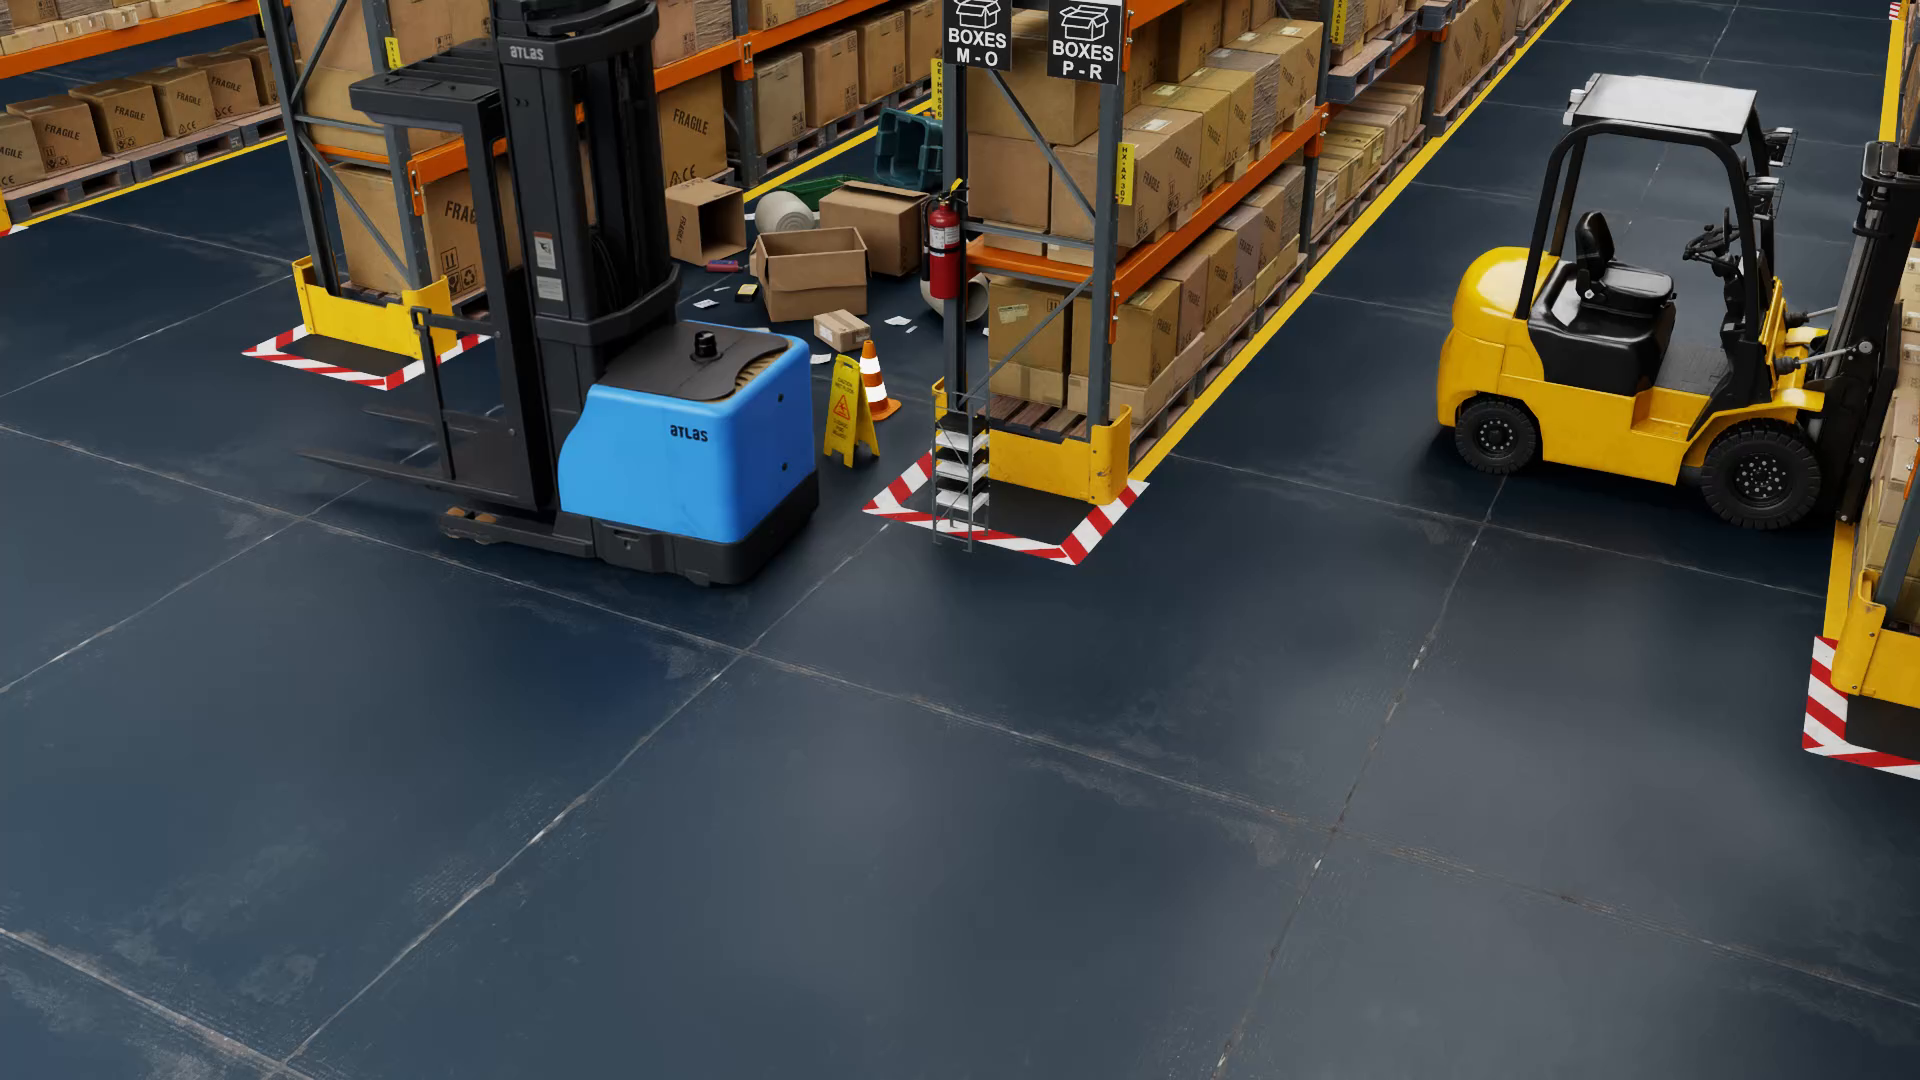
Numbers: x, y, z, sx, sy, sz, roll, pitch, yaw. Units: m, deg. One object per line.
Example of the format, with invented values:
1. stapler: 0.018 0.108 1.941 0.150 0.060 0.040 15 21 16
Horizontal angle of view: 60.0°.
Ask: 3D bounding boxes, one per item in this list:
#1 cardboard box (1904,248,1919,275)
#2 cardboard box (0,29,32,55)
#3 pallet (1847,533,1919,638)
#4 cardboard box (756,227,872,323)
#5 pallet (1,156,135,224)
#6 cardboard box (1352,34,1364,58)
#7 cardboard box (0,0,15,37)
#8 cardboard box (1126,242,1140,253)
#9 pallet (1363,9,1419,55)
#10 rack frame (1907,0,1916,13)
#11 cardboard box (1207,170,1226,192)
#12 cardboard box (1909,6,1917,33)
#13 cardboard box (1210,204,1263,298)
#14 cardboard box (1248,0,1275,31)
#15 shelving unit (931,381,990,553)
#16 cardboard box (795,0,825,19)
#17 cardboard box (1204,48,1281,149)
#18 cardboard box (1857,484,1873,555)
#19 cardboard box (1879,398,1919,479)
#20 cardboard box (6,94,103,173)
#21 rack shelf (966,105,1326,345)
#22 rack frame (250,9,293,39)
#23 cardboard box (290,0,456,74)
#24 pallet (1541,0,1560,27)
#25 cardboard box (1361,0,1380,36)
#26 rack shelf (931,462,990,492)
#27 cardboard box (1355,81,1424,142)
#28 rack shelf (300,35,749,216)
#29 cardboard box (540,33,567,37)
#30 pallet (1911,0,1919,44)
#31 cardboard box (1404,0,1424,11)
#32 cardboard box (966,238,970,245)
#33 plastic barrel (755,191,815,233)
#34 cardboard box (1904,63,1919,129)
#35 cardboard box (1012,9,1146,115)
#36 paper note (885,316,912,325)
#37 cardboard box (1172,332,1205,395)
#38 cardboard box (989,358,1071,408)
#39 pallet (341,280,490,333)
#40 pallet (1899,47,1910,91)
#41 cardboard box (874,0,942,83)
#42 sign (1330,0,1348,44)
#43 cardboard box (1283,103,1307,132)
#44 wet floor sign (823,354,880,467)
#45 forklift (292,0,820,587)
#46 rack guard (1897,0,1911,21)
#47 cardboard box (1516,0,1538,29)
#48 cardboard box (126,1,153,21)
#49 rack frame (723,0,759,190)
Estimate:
1. cardboard box: 6.119 -1.592 10.346 0.500 0.250 0.500 14 33 23
2. cardboard box: -7.845 -4.089 13.611 0.380 0.149 0.250 14 33 23
3. pallet: 5.108 0.321 8.478 1.003 0.211 1.213 14 33 23
4. cardboard box: -1.077 -1.934 12.113 0.797 0.503 0.637 -7 31 -11
5. pallet: -8.009 -3.088 14.416 1.003 0.211 1.213 14 33 23
6. cardboard box: 2.853 -3.792 12.672 0.380 0.149 0.250 15 33 24
7. cardboard box: -8.171 -4.322 13.364 0.875 0.500 0.500 14 33 23
8. cardboard box: 0.818 -1.773 9.578 0.380 0.149 0.250 15 33 24
9. pallet: 3.155 -4.240 13.814 1.003 0.211 1.213 14 33 23
10. rack frame: 12.086 -7.632 19.528 1.000 3.000 0.127 14 33 23
11. cardboard box: 1.469 -2.338 10.561 0.380 0.149 0.250 13 32 22
12. cardboard box: 10.969 -5.899 18.598 0.500 0.500 0.500 15 33 24
13. cardboard box: 1.706 -1.976 11.266 0.500 0.500 0.500 16 34 26
14. cardboard box: 1.805 -3.897 11.621 0.700 0.500 0.500 14 33 23
15. shelving unit: 0.004 -0.394 9.032 0.258 0.900 0.210 14 33 23
16. cardboard box: -1.546 -4.954 14.765 0.500 0.500 0.500 15 33 24
17. cardboard box: 1.757 -2.895 10.880 0.500 0.500 0.500 15 33 25
18. cardboard box: 4.965 -0.027 8.625 0.500 0.250 0.500 14 33 23
19. cardboard box: 4.956 -0.465 8.383 0.500 0.250 0.500 15 33 24
20. cardboard box: -7.904 -3.556 14.518 0.500 0.500 0.500 24 38 36
21. rack shelf: 1.287 -2.238 10.858 1.077 0.370 4.000 14 33 23
22. rack frame: -6.623 -5.685 16.138 1.000 3.000 0.127 14 33 23
23. cardboard box: -3.873 -3.431 10.977 0.875 0.550 0.550 14 33 23
24. pallet: 6.814 -6.636 20.594 1.003 0.211 1.213 14 33 23
25. cardboard box: 2.895 -4.156 12.655 0.500 0.500 0.500 14 33 23
26. rack shelf: 0.004 -0.365 9.049 0.258 0.077 0.200 14 33 23
27. cardboard box: 3.754 -4.004 15.428 0.950 0.372 0.625 12 32 20
28. rack shelf: -3.165 -3.316 12.735 1.077 0.370 4.000 14 33 23
29. cardboard box: -3.349 -3.450 12.095 0.875 0.550 0.550 14 33 23
30. pallet: 8.687 -4.319 13.951 1.213 0.211 1.003 14 33 23
31. cardboard box: 3.714 -4.592 14.066 0.380 0.149 0.250 15 33 24
32. cardboard box: -0.083 -2.377 13.123 0.258 0.266 0.396 -7 31 -11
33. plastic barrel: -1.405 -2.547 13.260 0.421 0.421 0.512 -12 32 -20
34. cardboard box: 9.136 -4.107 15.477 0.500 0.500 0.500 13 32 22
35. cardboard box: 0.652 -2.768 9.655 0.700 0.500 0.500 15 33 24
36. paper note: -0.444 -1.584 11.990 0.142 0.019 0.148 -25 38 -36
37. cardboard box: 1.229 -1.173 10.619 0.500 0.250 0.500 16 33 25
38. cardboard box: 0.516 -1.083 10.464 0.500 0.250 0.500 14 33 23
39. pallet: -3.782 -1.905 12.355 1.003 0.211 1.213 14 33 23
40. pallet: 10.577 -4.954 17.665 1.003 0.211 1.213 14 33 23
41. cardboard box: -0.789 -5.245 17.209 1.050 0.750 0.750 14 33 23
42. sign: 2.685 -3.693 11.799 0.100 0.325 0.005 14 33 23
43. cardboard box: 2.216 -3.004 11.721 0.380 0.149 0.250 15 33 24
44. wet floor sign: -0.663 -0.801 9.997 0.232 0.644 0.267 -25 38 -36
45. forklift: -2.369 -1.477 8.879 3.031 2.935 1.130 11 32 18
46. rack guard: 12.051 -6.515 20.092 1.175 0.500 0.348 14 33 23
47. cardboard box: 6.225 -6.308 19.374 0.875 0.438 0.875 14 33 23
48. cardboard box: -7.338 -4.659 14.603 0.380 0.149 0.250 14 33 23
49. rack frame: -2.254 -4.515 14.100 1.000 3.000 0.127 14 33 23
